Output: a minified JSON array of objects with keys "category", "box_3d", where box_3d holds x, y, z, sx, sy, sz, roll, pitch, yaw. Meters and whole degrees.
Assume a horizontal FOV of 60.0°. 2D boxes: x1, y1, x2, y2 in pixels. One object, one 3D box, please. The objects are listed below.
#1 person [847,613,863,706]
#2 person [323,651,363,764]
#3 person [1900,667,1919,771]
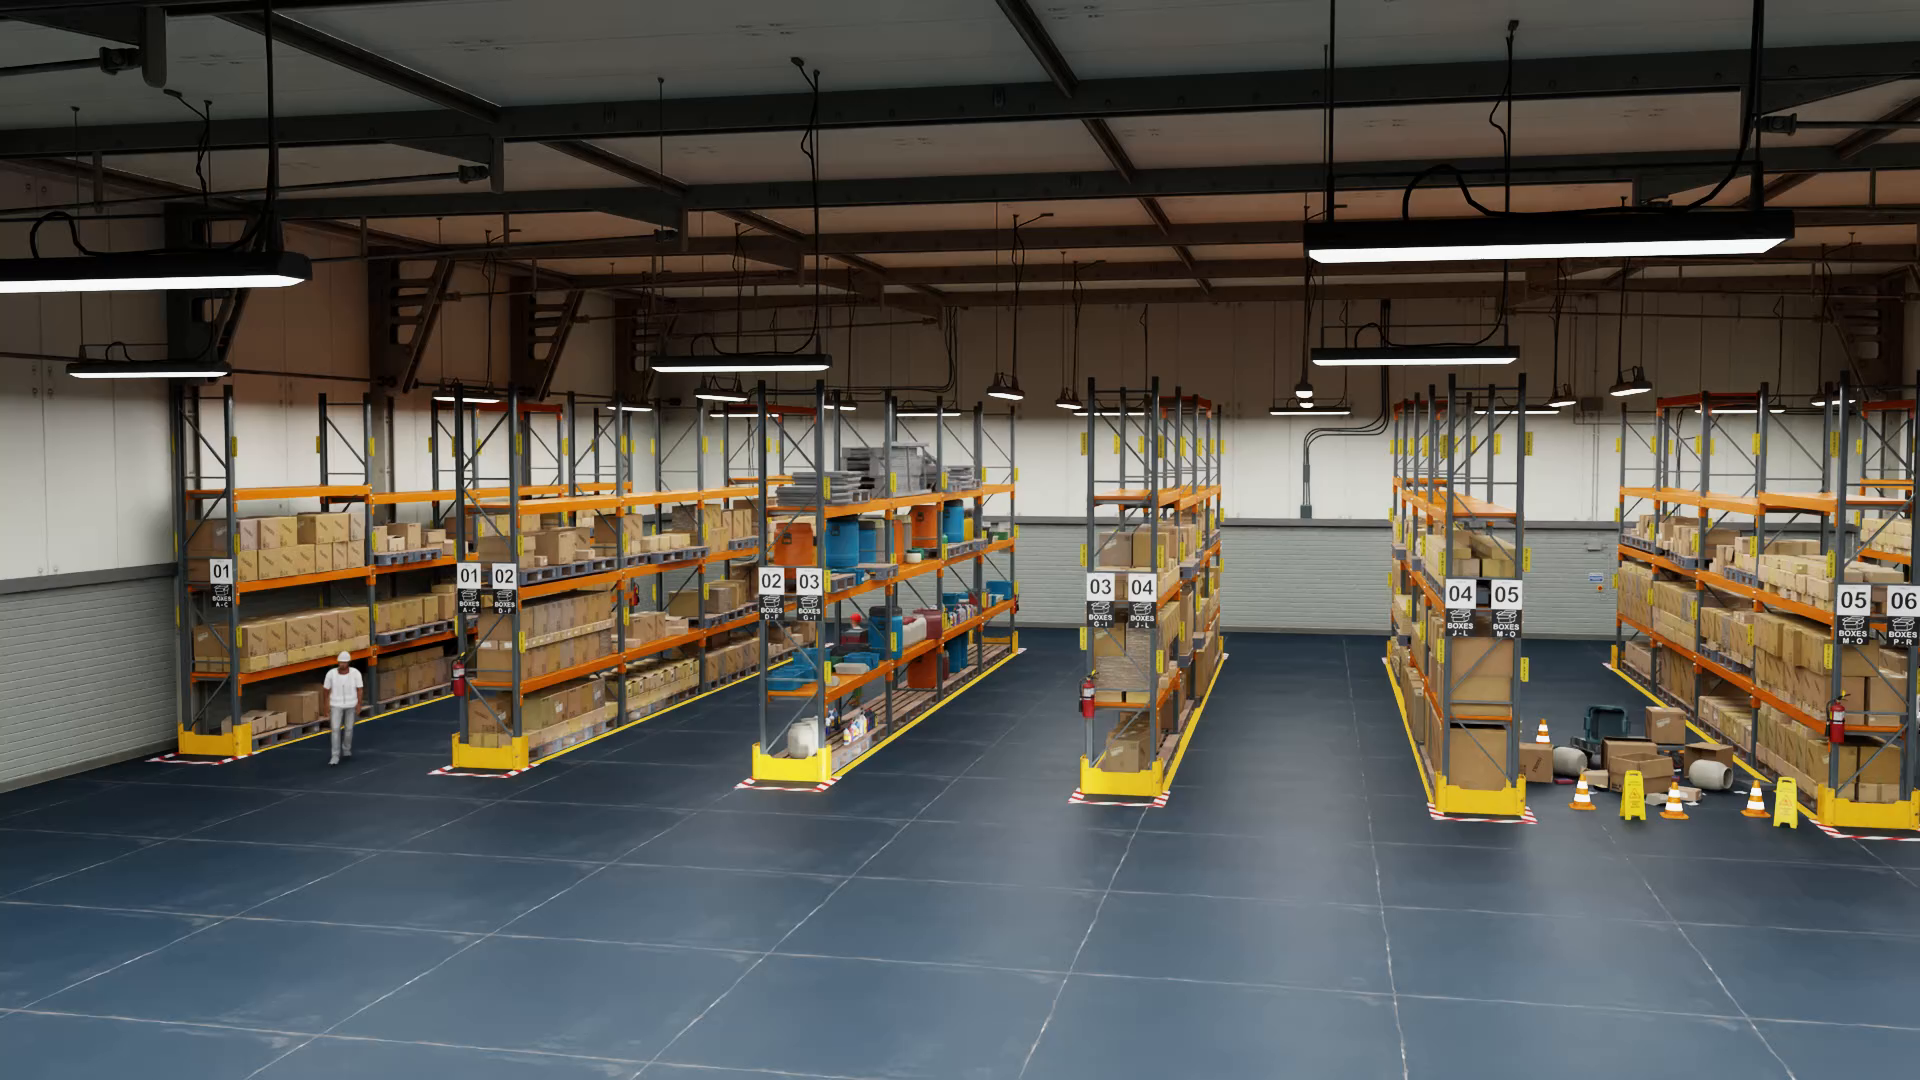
[{"category":"person","box_3d":[-2.014,2.304,32.123,0.487,1.778,0.588,2,4,32]},{"category":"person","box_3d":[-9.807,2.632,26.461,0.593,1.718,0.951,-2,4,-27]},{"category":"person","box_3d":[14.624,2.760,25.279,0.525,1.660,0.769,0,3,9]}]
